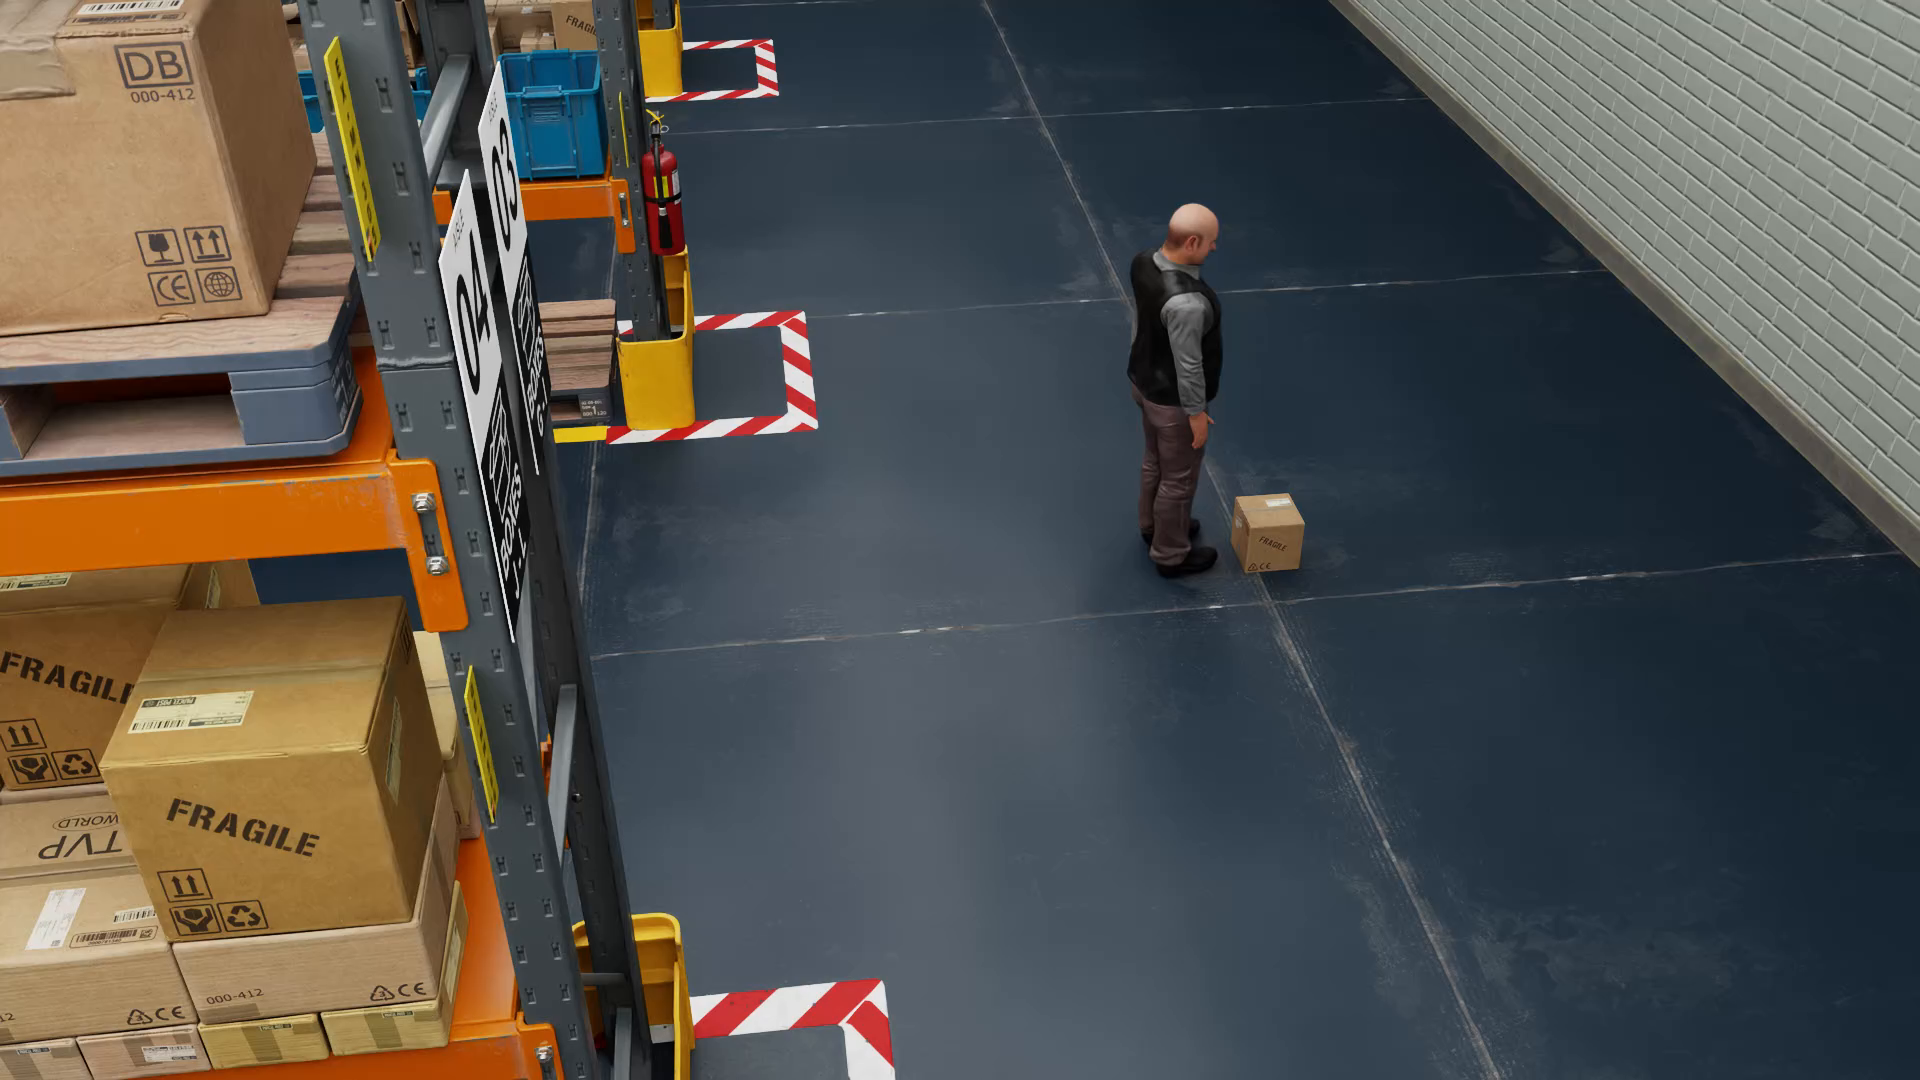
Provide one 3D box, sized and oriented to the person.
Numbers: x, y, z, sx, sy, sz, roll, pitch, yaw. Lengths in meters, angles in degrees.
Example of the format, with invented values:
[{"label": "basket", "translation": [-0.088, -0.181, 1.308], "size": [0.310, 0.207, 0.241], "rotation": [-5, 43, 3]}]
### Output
[{"label": "person", "translation": [0.952, -0.616, 7.033], "size": [0.452, 1.727, 0.544], "rotation": [-9, 36, -12]}]
